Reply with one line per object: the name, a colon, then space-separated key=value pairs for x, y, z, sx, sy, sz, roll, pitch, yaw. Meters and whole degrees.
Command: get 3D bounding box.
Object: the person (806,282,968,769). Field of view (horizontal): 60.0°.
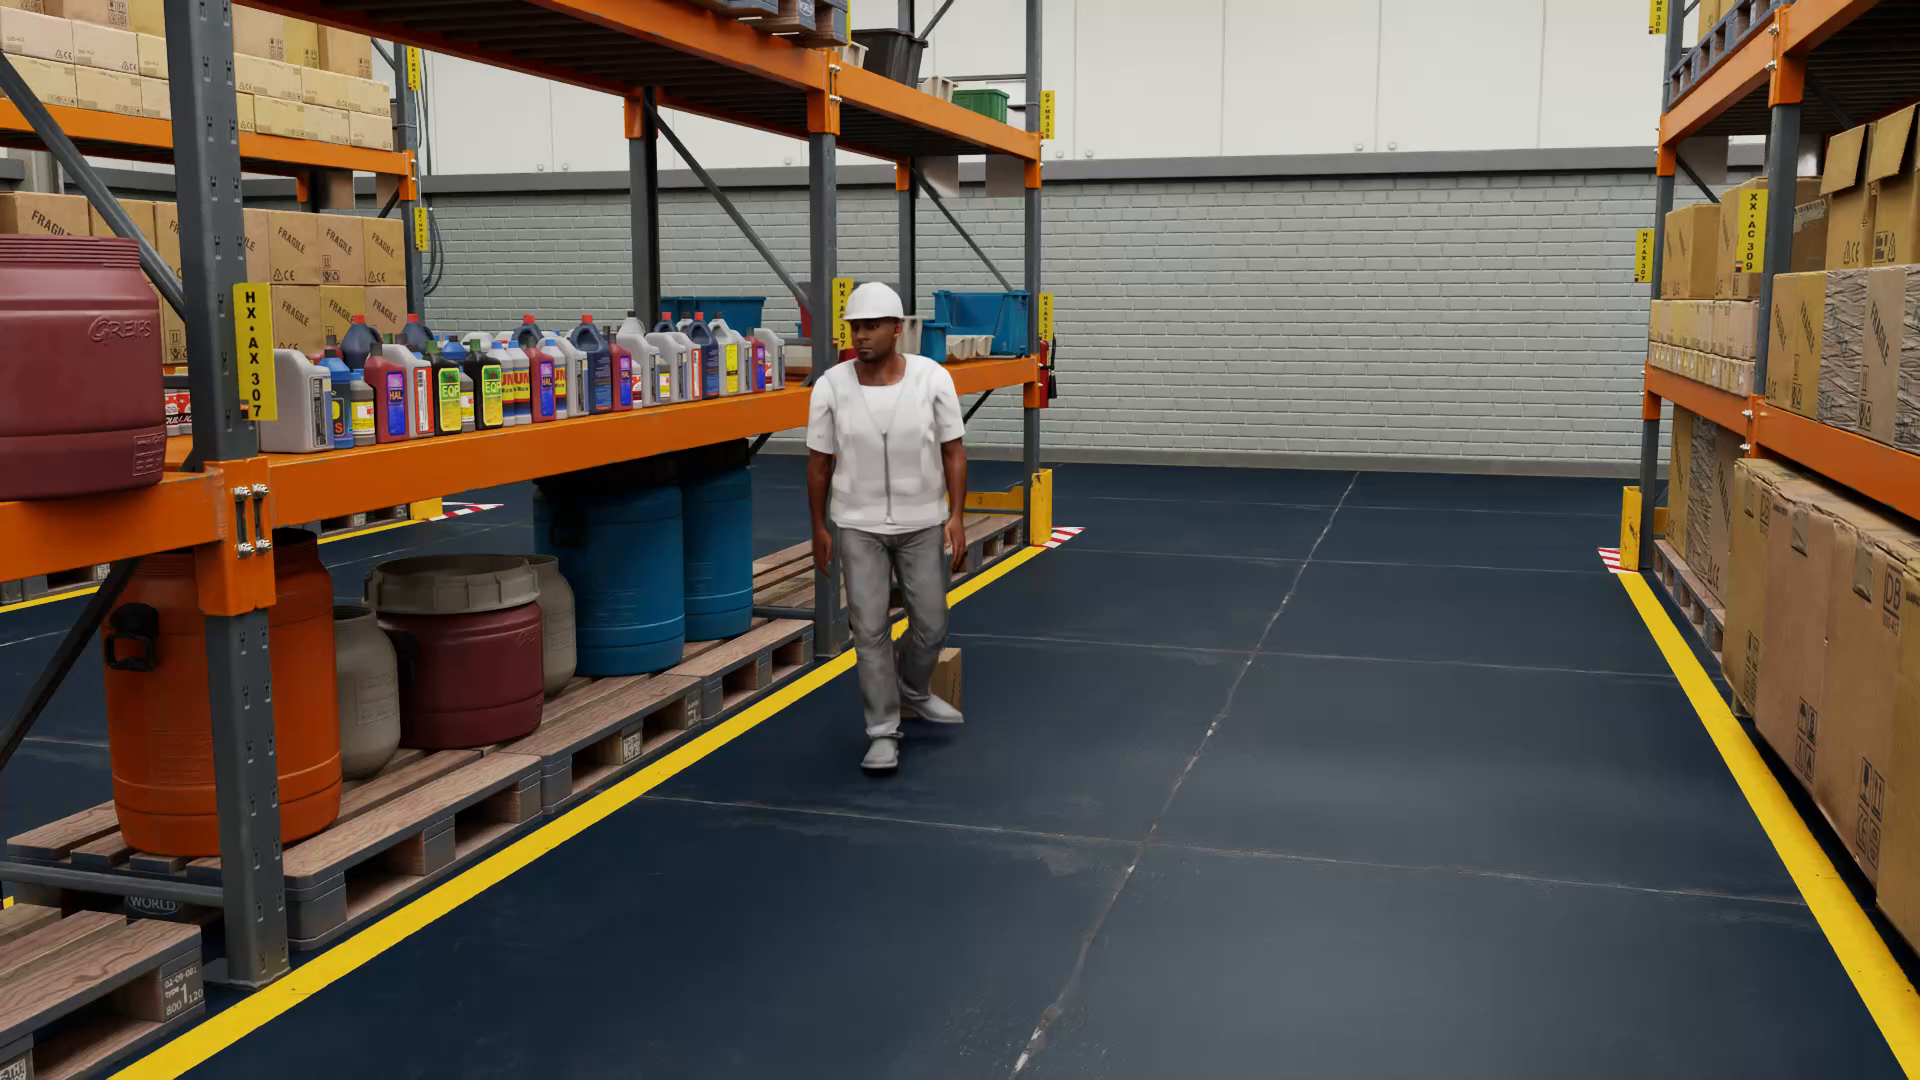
person: x=-0.268 y=-0.061 z=6.157 sx=0.589 sy=1.764 sz=0.607 roll=0 pitch=8 yaw=-3
